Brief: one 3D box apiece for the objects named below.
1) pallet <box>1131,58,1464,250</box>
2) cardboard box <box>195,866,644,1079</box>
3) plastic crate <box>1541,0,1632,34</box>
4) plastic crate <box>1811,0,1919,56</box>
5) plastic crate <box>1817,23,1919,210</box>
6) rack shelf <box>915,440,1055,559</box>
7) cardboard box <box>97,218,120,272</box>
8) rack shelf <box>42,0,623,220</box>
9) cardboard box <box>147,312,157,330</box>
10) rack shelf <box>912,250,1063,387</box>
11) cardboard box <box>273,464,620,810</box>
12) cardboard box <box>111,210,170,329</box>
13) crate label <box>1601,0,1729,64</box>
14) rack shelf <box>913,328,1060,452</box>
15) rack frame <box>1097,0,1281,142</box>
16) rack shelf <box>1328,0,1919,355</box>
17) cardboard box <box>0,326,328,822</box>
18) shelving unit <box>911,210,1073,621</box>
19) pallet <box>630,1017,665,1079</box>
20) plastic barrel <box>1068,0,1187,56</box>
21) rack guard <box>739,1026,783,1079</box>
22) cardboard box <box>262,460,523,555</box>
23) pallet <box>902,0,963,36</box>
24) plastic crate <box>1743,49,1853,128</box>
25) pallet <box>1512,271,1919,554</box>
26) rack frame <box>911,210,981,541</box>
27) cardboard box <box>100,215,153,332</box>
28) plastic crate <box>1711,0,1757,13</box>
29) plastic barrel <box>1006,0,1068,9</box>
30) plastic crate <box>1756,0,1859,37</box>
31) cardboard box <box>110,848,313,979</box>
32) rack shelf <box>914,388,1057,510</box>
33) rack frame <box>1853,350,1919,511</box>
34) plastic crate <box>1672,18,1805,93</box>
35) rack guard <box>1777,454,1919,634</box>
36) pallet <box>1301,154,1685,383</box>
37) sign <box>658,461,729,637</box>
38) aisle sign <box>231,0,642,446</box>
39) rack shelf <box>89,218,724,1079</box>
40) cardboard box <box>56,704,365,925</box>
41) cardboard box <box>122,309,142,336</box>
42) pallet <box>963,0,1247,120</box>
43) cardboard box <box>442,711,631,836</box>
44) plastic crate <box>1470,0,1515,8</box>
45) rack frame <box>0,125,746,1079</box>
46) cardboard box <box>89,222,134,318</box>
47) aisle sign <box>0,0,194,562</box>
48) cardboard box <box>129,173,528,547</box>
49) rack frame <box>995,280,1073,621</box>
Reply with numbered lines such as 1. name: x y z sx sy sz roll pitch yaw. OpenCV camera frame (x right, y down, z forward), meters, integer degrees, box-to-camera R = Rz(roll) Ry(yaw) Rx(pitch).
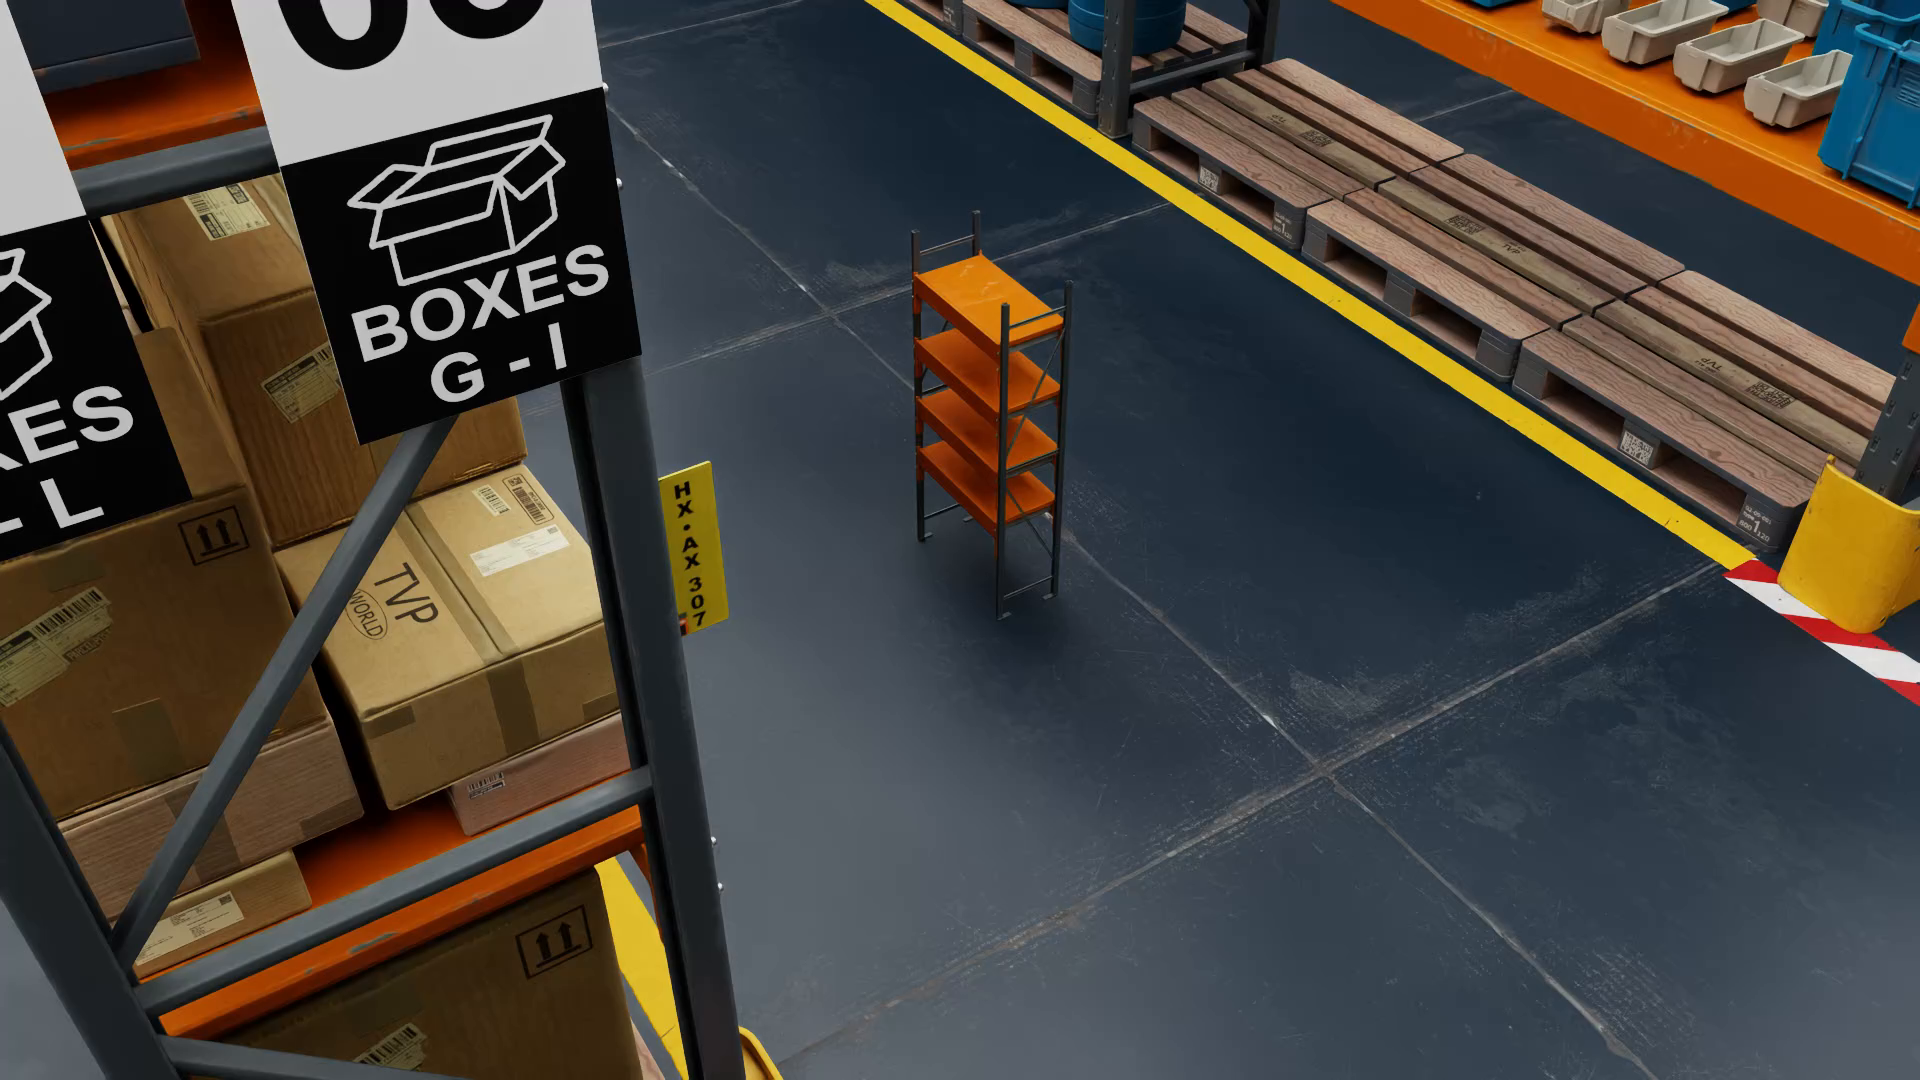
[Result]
1. pallet: 1.555 -1.838 7.791 1.003 0.211 1.213 -22 45 -24
2. cardboard box: -1.309 0.908 3.649 0.875 0.875 0.875 -22 45 -24
3. plastic crate: 2.198 -1.890 5.834 0.298 0.136 0.250 -22 45 -24
4. plastic crate: 3.069 -1.694 5.524 0.416 0.233 0.300 -22 45 -24
5. plastic crate: 2.941 -1.287 4.876 0.616 0.435 0.499 -22 45 -24
6. rack shelf: 0.089 -0.167 5.429 0.258 0.148 0.480 -22 45 -24
7. cardboard box: -2.035 -0.942 4.423 0.500 0.250 0.500 -21 44 -24
8. rack shelf: -1.973 -1.384 3.287 1.077 0.370 4.000 -22 45 -24
9. cardboard box: -1.481 -0.388 3.757 0.500 0.250 0.500 -24 45 -26
10. rack shelf: 0.089 -0.673 5.007 0.258 0.148 0.480 -22 45 -24
11. cardboard box: -0.928 0.163 3.097 0.500 0.250 0.500 -23 45 -25
12. cardboard box: -1.481 -0.673 3.513 0.500 0.500 0.500 -23 45 -26
13. crate label: 2.373 -1.737 5.650 0.396 0.136 0.243 -22 45 -24
14. rack shelf: 0.089 -0.492 5.159 0.258 0.148 0.480 -22 45 -24
15. rack frame: 1.127 -3.293 7.358 1.000 3.000 0.127 -22 45 -24
16. rack shelf: 2.203 -1.937 6.293 1.077 0.370 4.000 -22 45 -24
17. cardboard box: -1.381 0.054 2.641 0.500 0.500 0.500 -22 44 -24
18. shelving unit: 0.089 -0.372 5.259 0.258 1.200 0.503 -22 45 -24
19. pallet: -1.394 1.238 4.100 1.003 0.211 1.213 -22 45 -24
20. plastic barrel: 0.849 -2.947 8.255 0.600 0.901 0.708 -22 45 -24
21. rack guard: -0.885 1.545 3.506 1.175 0.500 0.348 -22 45 -24
22. cardboard box: -1.213 -0.116 3.430 0.500 0.250 0.500 -23 45 -25
23. pallet: 0.088 -3.311 9.559 1.003 0.211 1.213 -22 45 -24
24. plastic crate: 2.687 -1.433 5.286 0.396 0.136 0.243 -22 45 -24
25. pallet: 2.867 -0.521 6.210 1.003 0.211 1.213 -22 45 -24
26. rack frame: -0.042 -0.503 5.417 0.240 1.200 0.015 -22 45 -24
27. cardboard box: -1.766 -0.668 4.093 0.500 0.250 0.500 -23 45 -25
28. plastic crate: 2.715 -2.050 5.950 0.416 0.233 0.300 -22 45 -24
29. plastic barrel: 0.468 -3.329 8.714 0.600 0.901 0.708 -22 45 -24
30. plastic crate: 2.956 -1.870 5.810 0.250 0.136 0.298 -22 45 -24
31. cardboard box: -1.367 0.589 2.896 0.380 0.149 0.250 -21 44 -24
32. rack shelf: 0.089 -0.320 5.302 0.258 0.148 0.480 -22 45 -24
33. rack frame: 3.278 -1.134 4.767 1.000 3.000 0.127 -22 45 -24
34. plastic crate: 2.543 -1.595 5.480 0.396 0.136 0.243 -22 45 -24
35. rack guard: 3.302 -0.165 5.557 1.175 0.500 0.348 -22 45 -24
36. pallet: 2.216 -1.179 7.000 1.003 0.211 1.213 -22 45 -24
37. sign: -0.427 0.020 2.644 0.100 0.325 0.005 -22 45 -24
38. aisle sign: -0.606 -0.492 1.966 0.394 0.787 0.004 -22 45 -24
39. rack shelf: -1.973 -0.232 4.247 1.077 0.370 4.000 -22 45 -24
40. cardboard box: -1.382 0.344 2.878 0.500 0.250 0.500 -23 45 -25
41. cardboard box: -1.928 -0.204 3.537 0.500 0.250 0.500 -24 45 -26
42. pallet: 0.748 -2.652 8.768 1.003 0.211 1.213 -22 45 -24
43. cardboard box: -0.811 0.363 3.168 0.380 0.149 0.250 -22 44 -24
44. plastic crate: 1.958 -2.113 6.026 0.416 0.233 0.300 -22 45 -24
45. rack frame: -0.901 0.572 2.720 0.949 2.616 0.053 -22 45 -24
46. cardboard box: -2.212 -0.484 3.872 0.500 0.250 0.500 -22 45 -24
47. aisle sign: -1.112 -0.285 1.719 0.394 0.787 0.004 -22 45 -24
48. cardboard box: -1.197 -0.395 3.180 0.500 0.500 0.500 -23 45 -25
49. rack frame: 0.220 -0.240 5.101 0.240 1.200 0.015 -22 45 -24
